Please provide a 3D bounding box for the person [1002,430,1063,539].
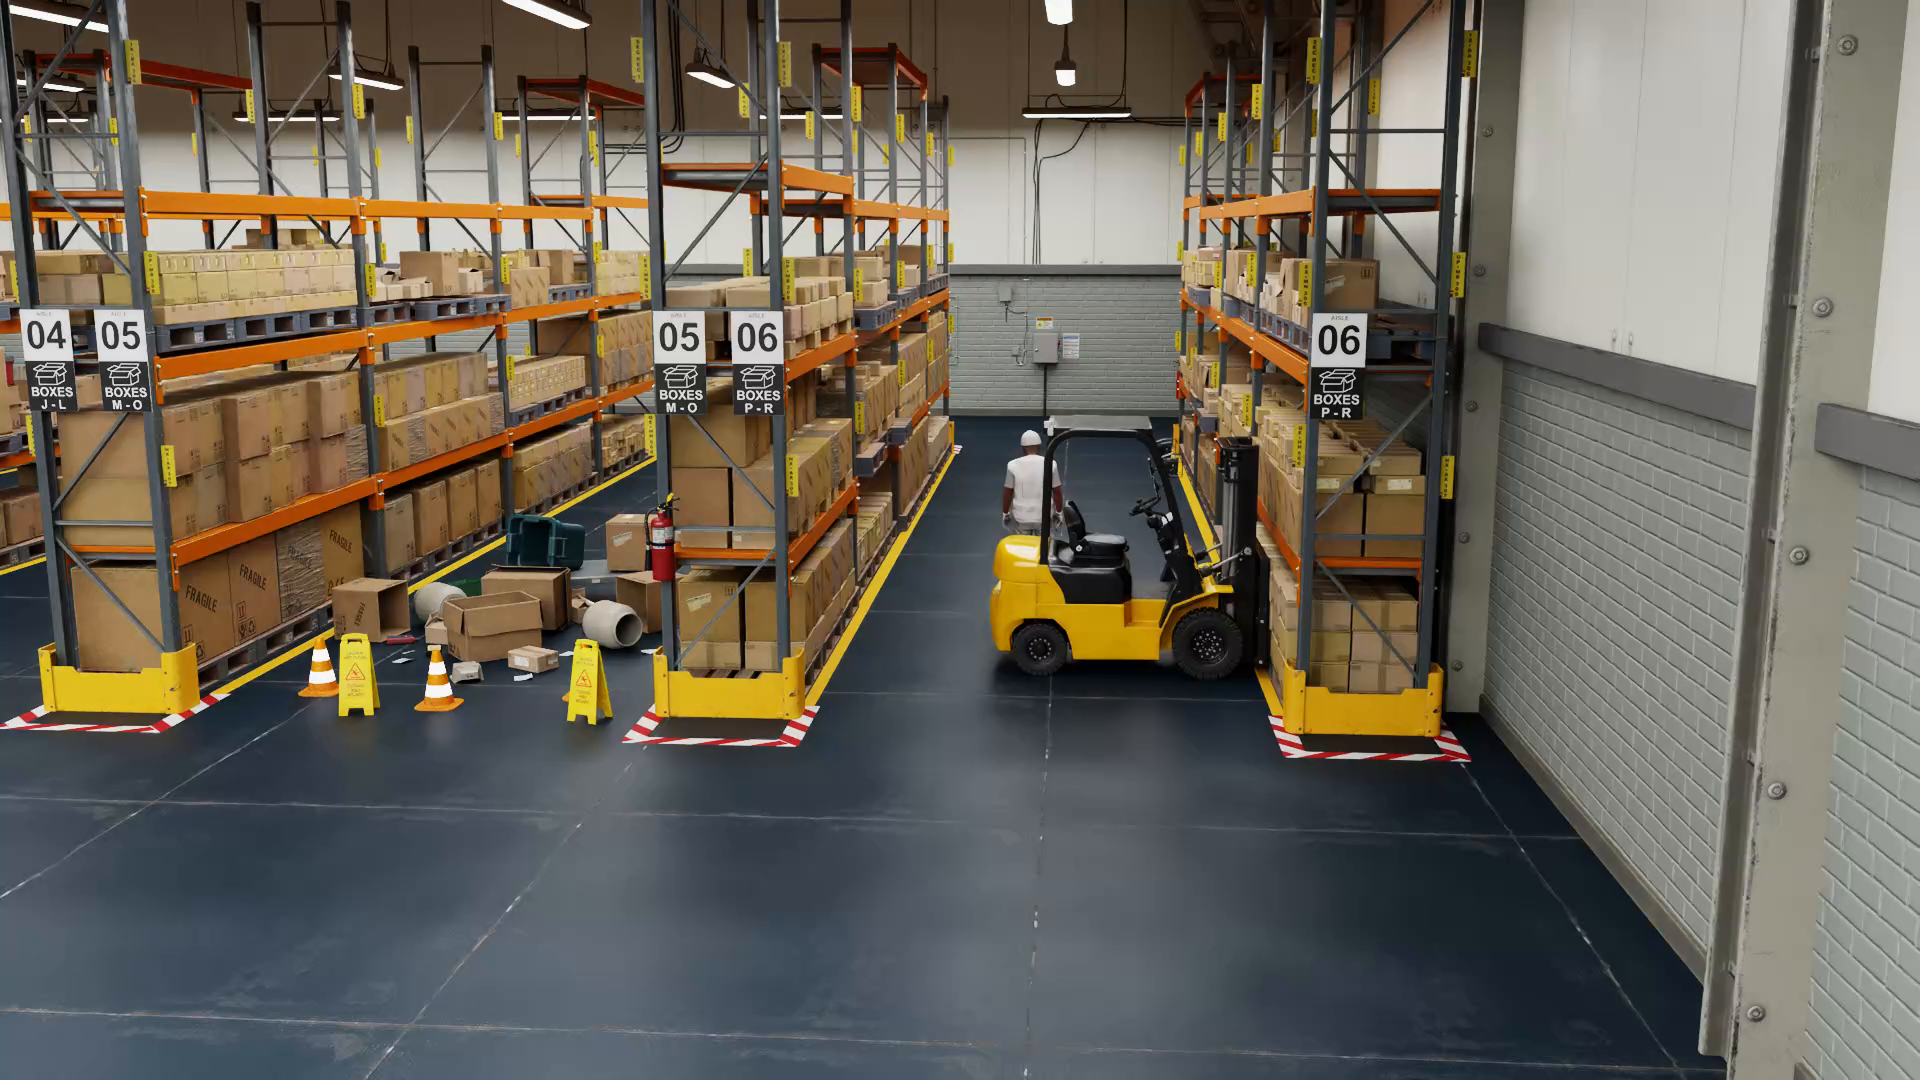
[{"bbox_3d":[0.750,-0.243,17.186,0.629,1.775,0.446,0,11,1],"label":"person"}]
